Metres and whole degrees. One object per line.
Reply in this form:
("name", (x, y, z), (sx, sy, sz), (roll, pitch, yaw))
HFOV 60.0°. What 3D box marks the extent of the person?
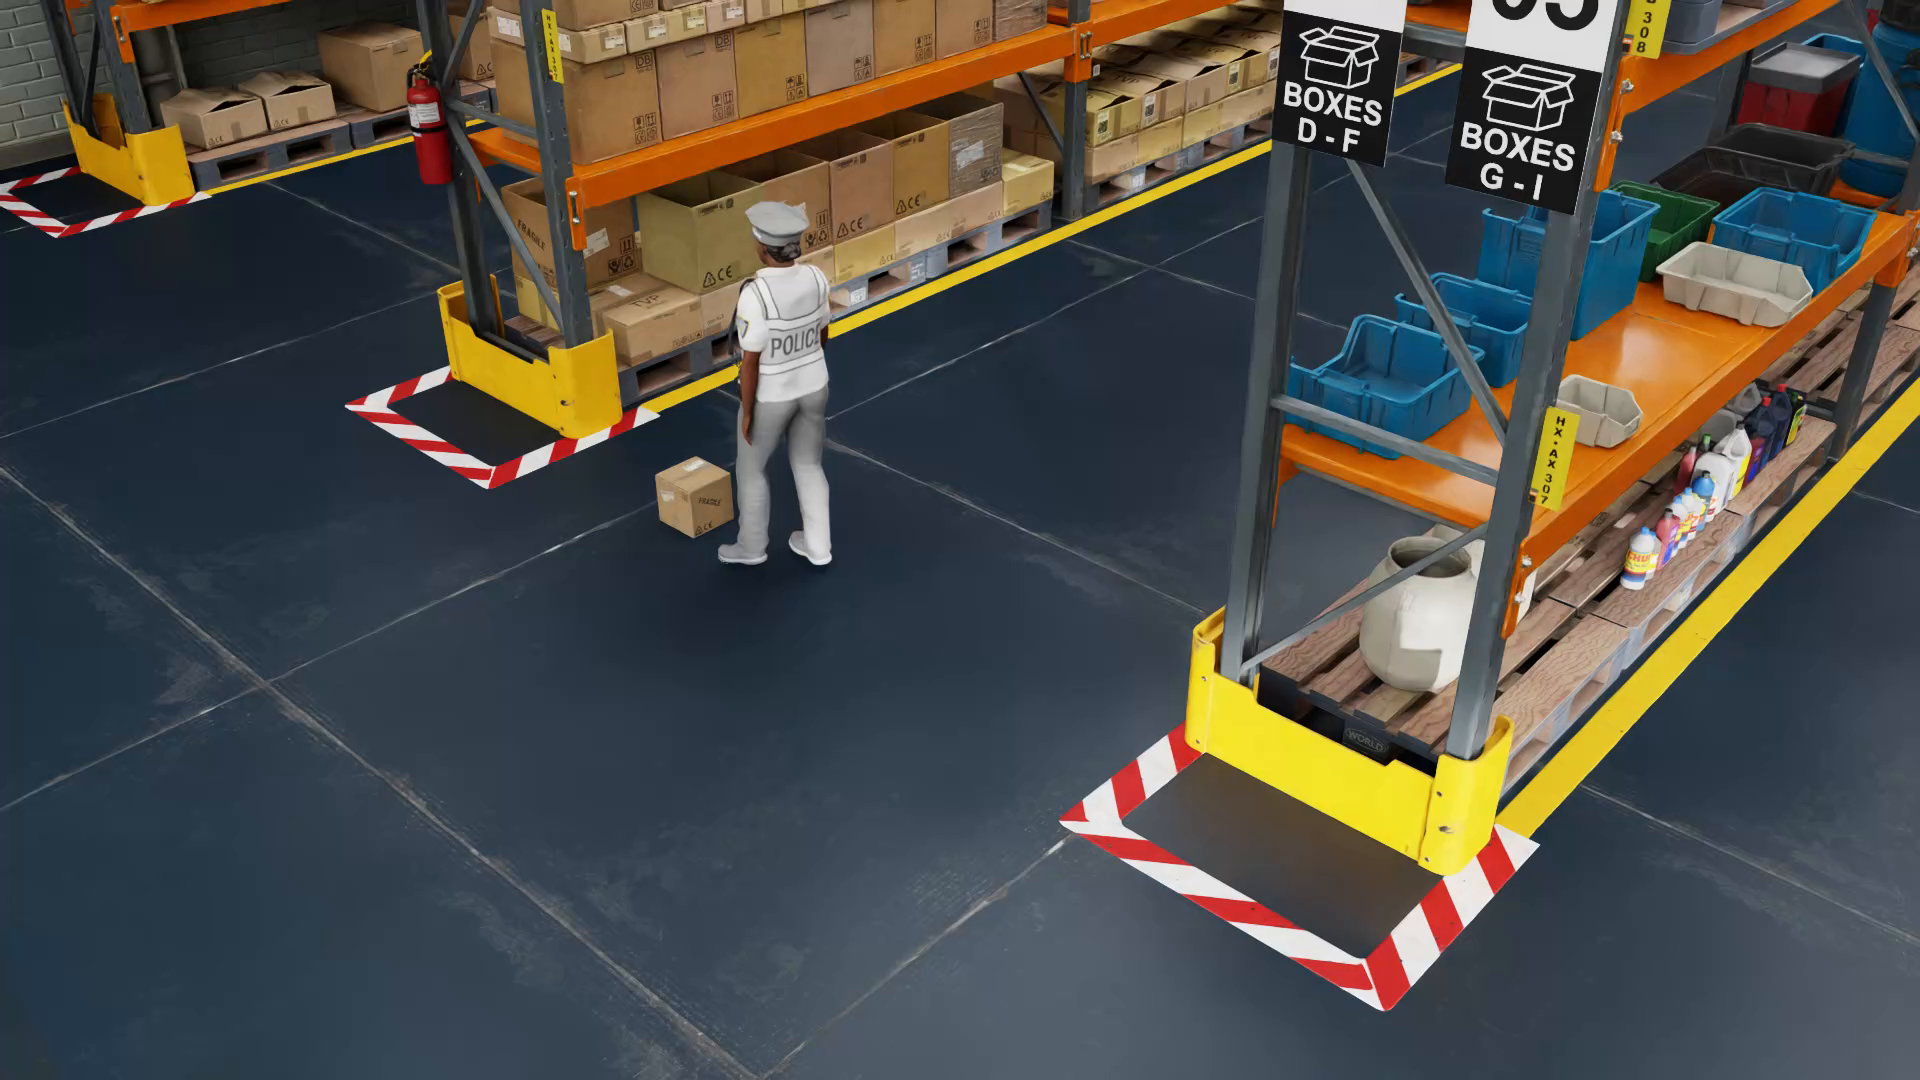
("person", (-0.796, -0.637, 7.162), (0.493, 1.705, 0.479), (-23, 38, -32))
